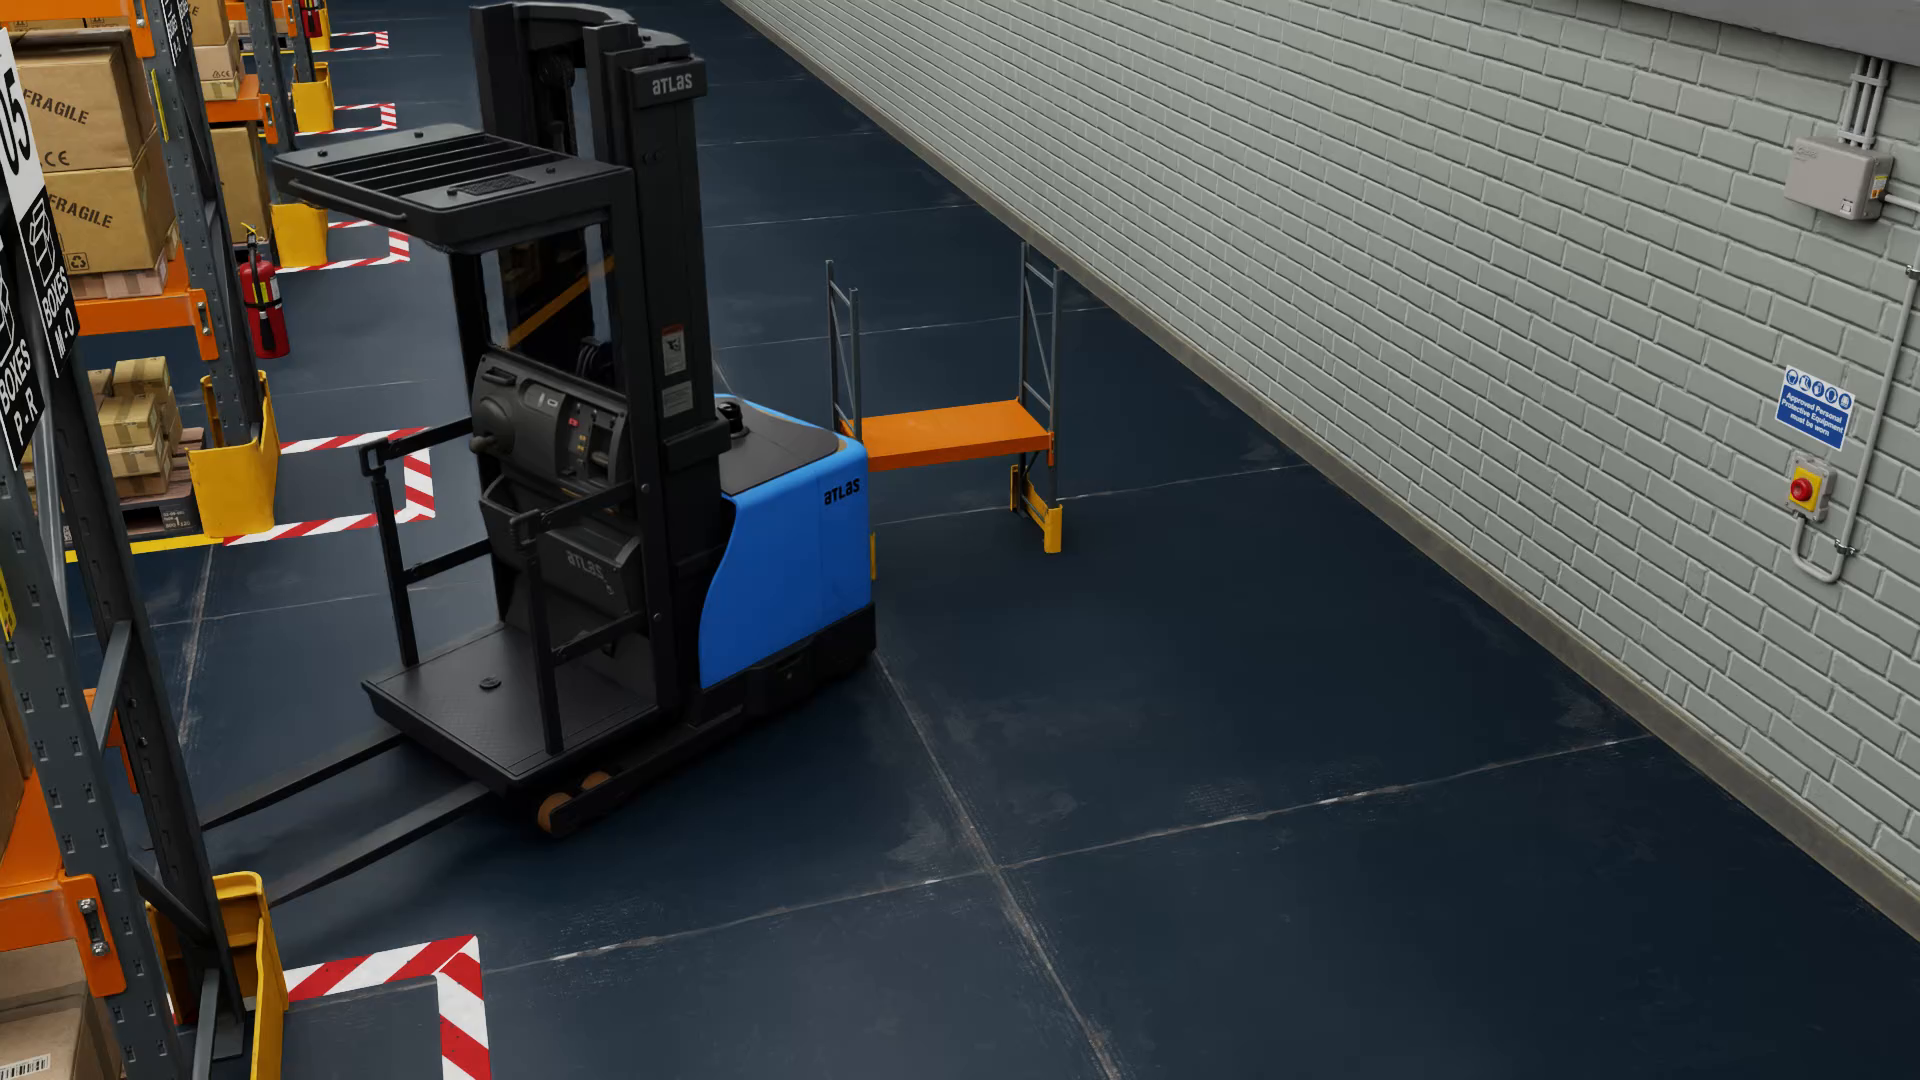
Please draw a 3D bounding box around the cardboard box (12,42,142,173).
[{"bbox_3d":[-4.282,-2.082,7.998,0.500,0.500,0.500,-9,28,-17],"label":"cardboard box"}]

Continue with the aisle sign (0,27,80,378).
[{"bbox_3d":[-2.317,-0.842,4.149,0.004,0.787,0.394,-8,28,-16],"label":"aisle sign"}]

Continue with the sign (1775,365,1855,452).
[{"bbox_3d":[3.102,-0.481,6.042,0.001,0.218,0.327,-8,28,-16],"label":"sign"}]

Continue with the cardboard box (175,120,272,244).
[{"bbox_3d":[-5.948,-2.850,13.034,0.875,0.875,0.875,-8,28,-16],"label":"cardboard box"}]

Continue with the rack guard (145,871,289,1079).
[{"bbox_3d":[-2.273,1.571,5.023,0.348,0.500,1.175,-8,28,-16],"label":"rack guard"}]

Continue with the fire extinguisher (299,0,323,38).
[{"bbox_3d":[-6.614,-5.456,16.873,0.183,0.674,0.296,-8,28,-16],"label":"fire extinguisher"}]

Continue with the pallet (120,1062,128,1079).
[{"bbox_3d":[-3.031,1.847,4.792,1.213,0.211,1.003,-8,28,-16],"label":"pallet"}]

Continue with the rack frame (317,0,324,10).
[{"bbox_3d":[-8.428,-7.924,21.338,0.127,3.000,1.000,-8,28,-16],"label":"rack frame"}]

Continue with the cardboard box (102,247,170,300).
[{"bbox_3d":[-4.147,-1.347,8.373,0.250,0.149,0.380,-8,28,-16],"label":"cardboard box"}]

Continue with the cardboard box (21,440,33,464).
[{"bbox_3d":[-4.813,-0.522,8.493,0.250,0.149,0.380,-9,28,-17],"label":"cardboard box"}]

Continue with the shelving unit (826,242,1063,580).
[{"bbox_3d":[-0.073,-0.661,8.395,1.083,1.500,0.587,-8,28,-16],"label":"shelving unit"}]

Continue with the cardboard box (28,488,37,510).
[{"bbox_3d":[-4.851,-0.296,8.707,0.250,0.149,0.380,-8,28,-16],"label":"cardboard box"}]

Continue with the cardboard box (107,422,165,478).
[{"bbox_3d":[-4.338,-0.475,8.733,0.250,0.149,0.380,-9,28,-17],"label":"cardboard box"}]

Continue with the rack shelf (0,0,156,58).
[{"bbox_3d":[-5.826,-2.370,7.586,4.000,0.370,1.077,-8,28,-16],"label":"rack shelf"}]

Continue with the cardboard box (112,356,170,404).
[{"bbox_3d":[-4.528,-0.873,9.200,0.250,0.149,0.380,-10,28,-18],"label":"cardboard box"}]

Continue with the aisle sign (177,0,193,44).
[{"bbox_3d":[-3.948,-2.925,8.346,0.004,0.787,0.394,-8,28,-16],"label":"aisle sign"}]

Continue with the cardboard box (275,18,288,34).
[{"bbox_3d":[-8.869,-6.823,21.436,0.500,0.500,0.500,-8,28,-16],"label":"cardboard box"}]

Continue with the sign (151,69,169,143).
[{"bbox_3d":[-3.772,-2.047,7.842,0.005,0.325,0.100,-8,28,-16],"label":"sign"}]

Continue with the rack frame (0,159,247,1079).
[{"bbox_3d":[-2.295,0.455,4.460,0.127,3.000,1.000,-8,28,-16],"label":"rack frame"}]

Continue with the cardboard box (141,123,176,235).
[{"bbox_3d":[-4.437,-1.857,8.670,0.500,0.500,0.500,-7,27,-14],"label":"cardboard box"}]

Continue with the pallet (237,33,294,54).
[{"bbox_3d":[-9.258,-6.554,21.715,1.213,0.211,1.003,-8,28,-16],"label":"pallet"}]

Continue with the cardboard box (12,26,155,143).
[{"bbox_3d":[-4.433,-2.300,8.439,0.500,0.500,0.500,-8,28,-16],"label":"cardboard box"}]

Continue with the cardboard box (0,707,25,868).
[{"bbox_3d":[-2.672,0.589,4.079,0.500,0.500,0.500,-8,28,-16],"label":"cardboard box"}]

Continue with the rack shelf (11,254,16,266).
[{"bbox_3d":[-4.197,-0.291,3.398,4.000,0.370,1.077,-8,28,-16],"label":"rack shelf"}]

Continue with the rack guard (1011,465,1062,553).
[{"bbox_3d":[0.401,-0.170,8.811,0.087,0.250,0.587,-8,28,-16],"label":"rack guard"}]

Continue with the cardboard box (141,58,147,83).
[{"bbox_3d":[-6.225,-3.553,12.367,0.500,0.250,0.500,-9,28,-17],"label":"cardboard box"}]

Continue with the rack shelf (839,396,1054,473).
[{"bbox_3d":[-0.081,-0.499,8.473,1.000,0.185,0.538,-8,28,-16],"label":"rack shelf"}]

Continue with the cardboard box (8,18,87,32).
[{"bbox_3d":[-6.870,-4.042,12.510,0.500,0.500,0.500,-9,28,-17],"label":"cardboard box"}]

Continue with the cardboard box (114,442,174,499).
[{"bbox_3d":[-4.360,-0.375,8.865,0.250,0.149,0.380,-8,27,-15],"label":"cardboard box"}]

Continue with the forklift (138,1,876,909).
[{"bbox_3d":[-1.734,-0.419,6.297,1.130,2.935,3.031,21,33,36],"label":"forklift"}]

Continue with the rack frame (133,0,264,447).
[{"bbox_3d":[-3.924,-1.624,8.648,0.127,3.000,1.000,-8,28,-16],"label":"rack frame"}]

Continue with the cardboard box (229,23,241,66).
[{"bbox_3d":[-5.904,-3.849,12.964,0.500,0.250,0.500,-9,28,-17],"label":"cardboard box"}]

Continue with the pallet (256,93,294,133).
[{"bbox_3d":[-7.694,-4.483,17.543,1.213,0.211,1.003,-8,28,-16],"label":"pallet"}]

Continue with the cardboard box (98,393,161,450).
[{"bbox_3d":[-4.349,-0.622,8.694,0.250,0.149,0.380,-8,27,-16],"label":"cardboard box"}]

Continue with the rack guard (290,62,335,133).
[{"bbox_3d":[-6.879,-4.718,17.692,0.348,0.500,1.175,-8,28,-16],"label":"rack guard"}]

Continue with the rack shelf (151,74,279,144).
[{"bbox_3d":[-7.266,-3.137,12.505,4.000,0.370,1.077,-8,28,-16],"label":"rack shelf"}]

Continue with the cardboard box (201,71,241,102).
[{"bbox_3d":[-5.601,-3.434,12.577,0.250,0.149,0.380,-8,27,-15],"label":"cardboard box"}]

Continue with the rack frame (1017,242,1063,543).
[{"bbox_3d":[0.402,-0.730,8.534,0.032,1.500,0.500,-8,28,-16],"label":"rack frame"}]
